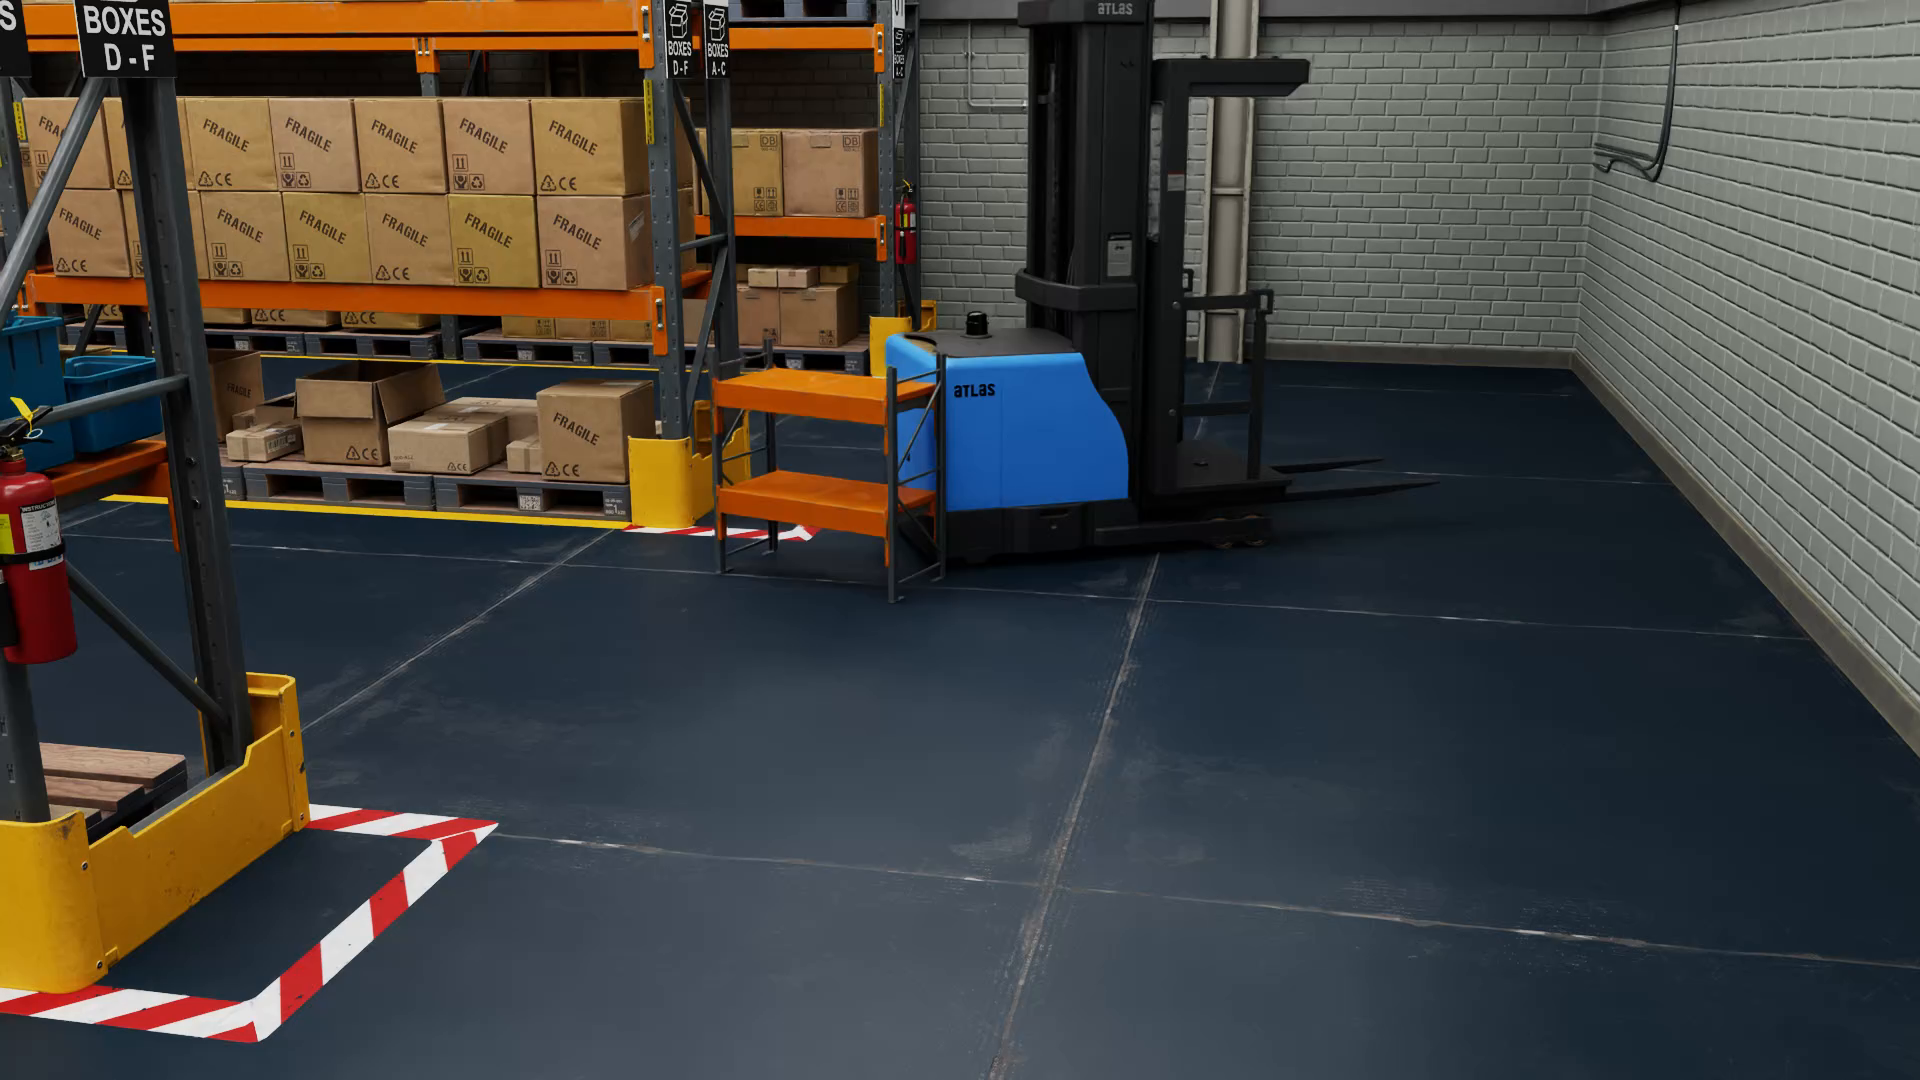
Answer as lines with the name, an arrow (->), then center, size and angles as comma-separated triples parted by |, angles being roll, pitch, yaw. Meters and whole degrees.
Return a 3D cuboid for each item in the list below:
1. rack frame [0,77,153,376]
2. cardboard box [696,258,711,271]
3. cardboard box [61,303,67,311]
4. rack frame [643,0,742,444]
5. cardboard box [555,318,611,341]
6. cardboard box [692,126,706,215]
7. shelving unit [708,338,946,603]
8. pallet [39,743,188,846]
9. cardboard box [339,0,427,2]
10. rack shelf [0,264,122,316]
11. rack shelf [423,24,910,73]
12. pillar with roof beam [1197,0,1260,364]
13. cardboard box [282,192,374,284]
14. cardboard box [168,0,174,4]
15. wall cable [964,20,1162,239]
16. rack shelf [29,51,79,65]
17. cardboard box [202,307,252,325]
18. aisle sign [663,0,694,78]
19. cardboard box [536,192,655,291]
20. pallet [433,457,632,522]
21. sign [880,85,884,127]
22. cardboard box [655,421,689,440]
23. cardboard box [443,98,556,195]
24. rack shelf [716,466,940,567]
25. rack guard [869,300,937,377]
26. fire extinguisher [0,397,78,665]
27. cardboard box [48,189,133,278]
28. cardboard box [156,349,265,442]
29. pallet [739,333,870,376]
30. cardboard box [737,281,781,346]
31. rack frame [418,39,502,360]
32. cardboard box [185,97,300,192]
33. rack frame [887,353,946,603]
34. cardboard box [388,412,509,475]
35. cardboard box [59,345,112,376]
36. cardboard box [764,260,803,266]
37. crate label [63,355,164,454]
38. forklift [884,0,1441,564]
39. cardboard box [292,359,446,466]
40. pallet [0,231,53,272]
rack frame -> -5.407, -1.874, 10.139 | 0.127, 3.000, 1.000 | 3, 16, 11
cardboard box -> -2.290, -2.392, 14.688 | 0.250, 0.149, 0.380 | 3, 16, 12
cardboard box -> -9.060, -2.415, 15.950 | 0.500, 0.500, 0.700 | 3, 16, 12
rack frame -> -1.488, -1.662, 9.371 | 0.127, 3.000, 1.000 | 3, 16, 11
cardboard box -> -3.220, -2.074, 14.756 | 0.500, 0.500, 0.700 | 3, 16, 11
cardboard box -> -2.466, -3.205, 14.383 | 0.700, 0.700, 0.980 | 2, 16, 8
shelving unit -> -0.648, -0.366, 8.199 | 1.048, 1.125, 0.538 | 8, 17, 28
pallet -> -3.279, 0.924, 5.261 | 1.213, 0.211, 1.003 | 3, 16, 11
cardboard box -> -3.024, -3.046, 9.031 | 0.500, 0.250, 0.500 | 3, 16, 11
rack shelf -> -7.367, -1.634, 10.619 | 4.000, 0.370, 1.077 | 3, 16, 11
rack shelf -> -2.464, -4.163, 14.130 | 4.000, 0.370, 1.077 | 3, 16, 11
pillar with roof beam -> 1.456, -4.805, 9.482 | 0.400, 9.000, 9.100 | 3, 16, 11
cardboard box -> -3.471, -1.744, 9.481 | 0.500, 0.500, 0.500 | 3, 16, 10
cardboard box -> -4.491, -3.129, 9.332 | 0.500, 0.250, 0.500 | 3, 16, 11
wall cable -> 0.939, -3.627, 14.562 | 1.851, 1.984, 0.084 | 3, 16, 11
rack shelf -> -10.303, -4.588, 15.666 | 4.000, 0.370, 1.077 | 3, 16, 11
cardboard box -> -6.792, -2.428, 15.378 | 0.750, 0.750, 0.750 | 3, 16, 11
aisle sign -> -1.482, -2.831, 8.722 | 0.004, 0.787, 0.394 | 3, 16, 11
cardboard box -> -1.981, -1.662, 9.187 | 0.500, 0.500, 0.500 | 4, 16, 13
pallet -> -2.343, -0.364, 9.910 | 1.213, 0.211, 1.003 | 3, 16, 11
sign -> -0.626, -3.489, 13.354 | 0.005, 0.325, 0.100 | 3, 16, 11
cardboard box -> -1.829, -0.612, 10.098 | 0.250, 0.149, 0.380 | 3, 16, 11
cardboard box -> -2.474, -2.170, 9.146 | 0.500, 0.500, 0.500 | 4, 16, 13
rack shelf -> -0.649, -0.130, 8.263 | 1.000, 0.278, 0.538 | 8, 17, 28
rack guard -> -0.481, -1.752, 14.379 | 0.348, 0.500, 1.175 | 3, 16, 11
fire extinguisher -> -2.421, -0.022, 4.296 | 0.183, 0.674, 0.296 | 3, 16, 11
cardboard box -> -4.962, -1.824, 9.771 | 0.500, 0.500, 0.500 | 4, 16, 13
cardboard box -> -4.792, -0.926, 10.573 | 0.500, 0.500, 0.500 | 3, 16, 11
pallet -> -1.303, -1.636, 14.502 | 1.213, 0.211, 1.003 | 3, 16, 11
cardboard box -> -1.700, -1.993, 14.464 | 0.500, 0.500, 0.700 | 3, 16, 11
rack frame -> -4.424, -3.170, 14.818 | 0.127, 3.000, 1.000 | 3, 16, 11
cardboard box -> -3.992, -2.251, 9.438 | 0.500, 0.500, 0.500 | 3, 16, 9
rack frame -> -0.204, -0.300, 7.961 | 0.032, 1.125, 0.500 | 8, 17, 28
cardboard box -> -2.994, -0.571, 9.762 | 0.500, 0.250, 0.500 | 3, 16, 11
cardboard box -> -5.833, -0.971, 10.737 | 0.500, 0.500, 0.500 | 2, 16, 9
cardboard box -> -1.544, -2.351, 14.542 | 0.250, 0.149, 0.380 | 3, 16, 11
crate label -> -2.655, -0.413, 5.067 | 0.303, 0.233, 0.416 | 3, 16, 11
forklift -> 1.157, -1.494, 8.896 | 3.031, 2.935, 1.130 | -5, 16, -16
cardboard box -> -3.565, -0.785, 10.058 | 0.637, 0.503, 0.797 | 3, 16, 11
pallet -> -6.169, -1.853, 10.422 | 1.213, 0.211, 1.003 | 3, 16, 11
